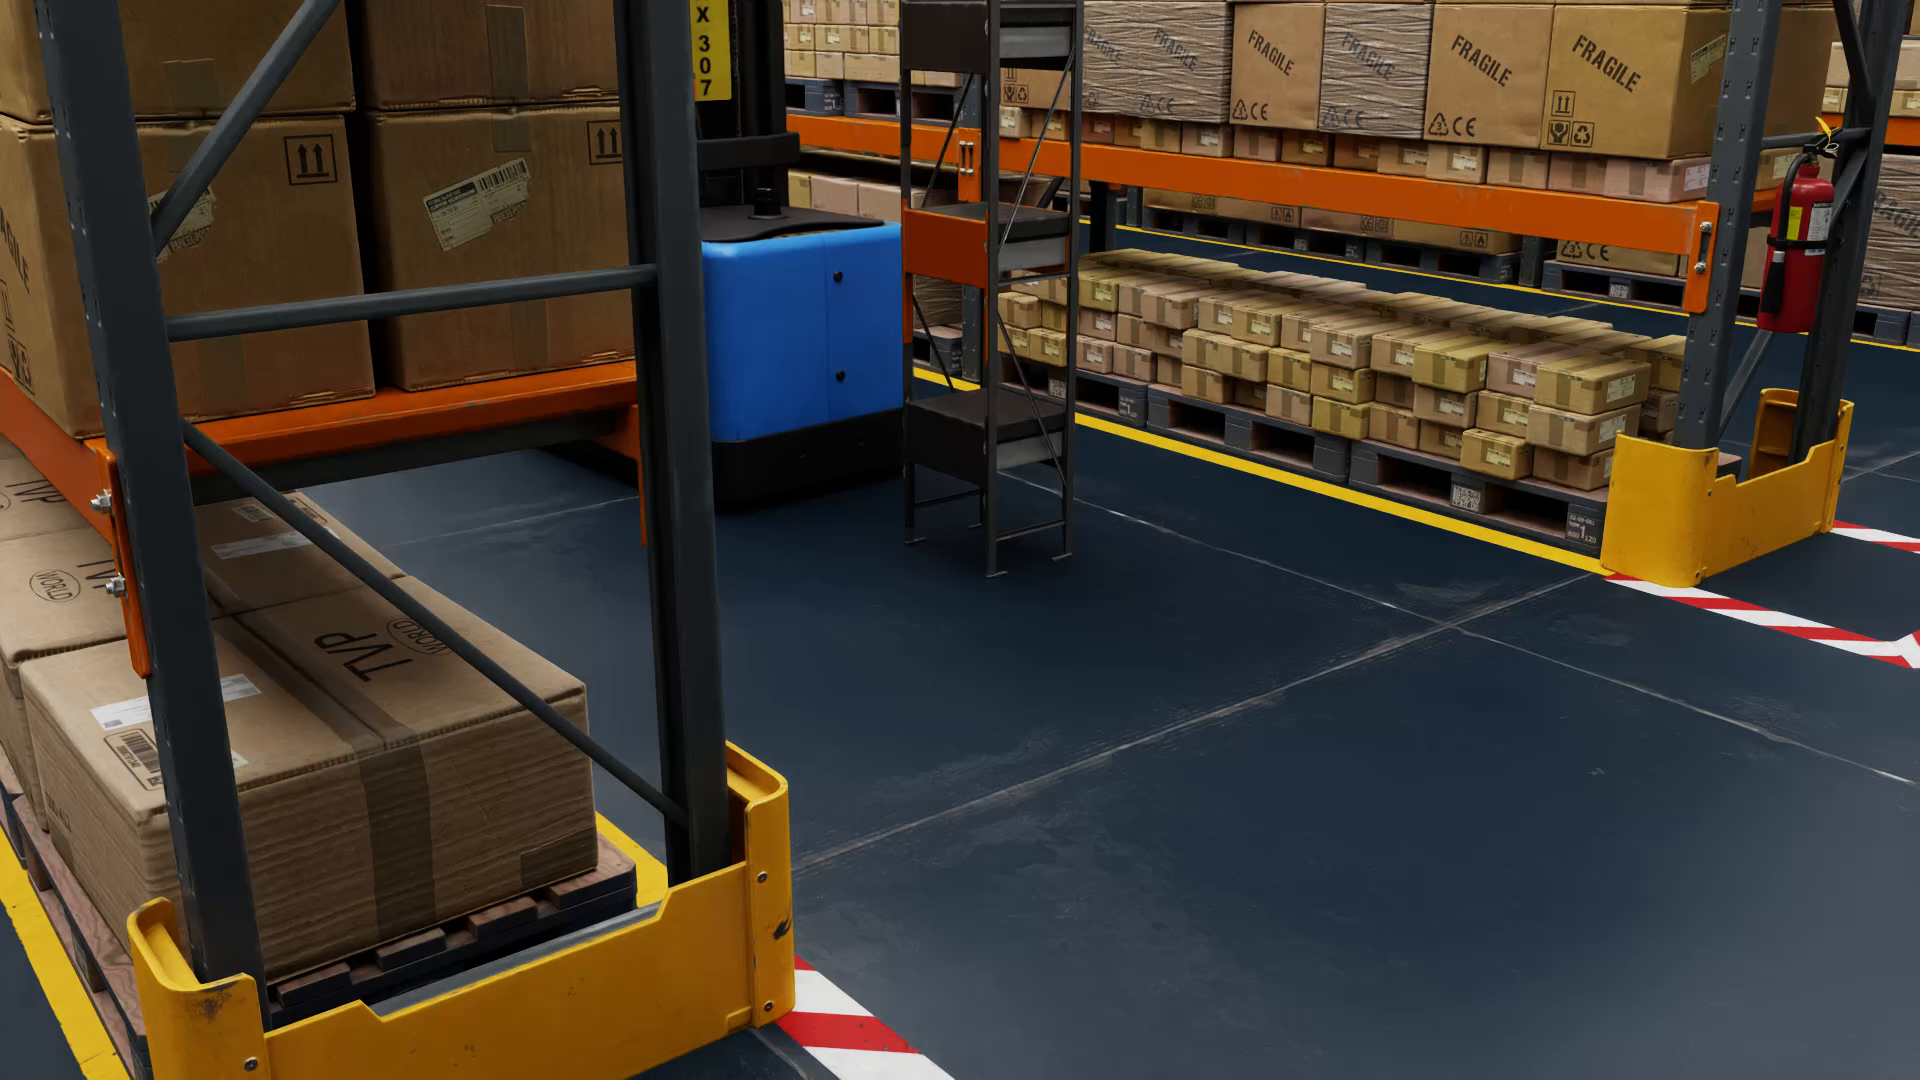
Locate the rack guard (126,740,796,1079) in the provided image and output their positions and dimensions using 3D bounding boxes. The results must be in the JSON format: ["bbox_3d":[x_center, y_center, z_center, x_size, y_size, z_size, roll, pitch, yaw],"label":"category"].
[{"bbox_3d":[-0.880,0.801,3.149,1.175,0.500,0.348,-14,23,-36],"label":"rack guard"}]

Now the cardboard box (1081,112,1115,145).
[{"bbox_3d":[0.784,-2.011,8.063,0.380,0.149,0.250,-15,24,-38],"label":"cardboard box"}]

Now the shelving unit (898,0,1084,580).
[{"bbox_3d":[0.103,-0.956,5.909,0.431,2.100,0.503,-14,23,-36],"label":"shelving unit"}]

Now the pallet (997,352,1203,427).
[{"bbox_3d":[0.884,-0.886,8.703,1.003,0.211,1.213,-14,23,-36],"label":"pallet"}]

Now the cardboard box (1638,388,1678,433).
[{"bbox_3d":[2.799,-0.549,6.644,0.380,0.149,0.250,-13,22,-34],"label":"cardboard box"}]

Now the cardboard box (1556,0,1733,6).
[{"bbox_3d":[2.444,-2.110,5.741,0.500,0.500,0.500,-15,23,-37],"label":"cardboard box"}]

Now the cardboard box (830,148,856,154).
[{"bbox_3d":[-1.156,-4.542,18.615,0.500,0.500,0.500,-7,19,-19],"label":"cardboard box"}]

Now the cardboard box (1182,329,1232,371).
[{"bbox_3d":[1.245,-0.892,7.679,0.380,0.149,0.250,-14,23,-37],"label":"cardboard box"}]

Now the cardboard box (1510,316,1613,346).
[{"bbox_3d":[2.542,-0.838,7.043,0.380,0.149,0.250,-14,23,-36],"label":"cardboard box"}]

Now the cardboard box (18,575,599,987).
[{"bbox_3d":[-1.383,0.482,3.543,0.875,0.438,0.875,-15,23,-38],"label":"cardboard box"}]

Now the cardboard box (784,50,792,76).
[{"bbox_3d":[-0.939,-2.894,10.062,0.380,0.149,0.250,-15,23,-38],"label":"cardboard box"}]

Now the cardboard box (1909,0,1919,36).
[{"bbox_3d":[11.013,-5.914,18.625,0.500,0.500,0.700,13,23,35],"label":"cardboard box"}]

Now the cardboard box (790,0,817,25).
[{"bbox_3d":[-0.772,-3.113,9.778,0.380,0.149,0.250,-15,24,-39],"label":"cardboard box"}]

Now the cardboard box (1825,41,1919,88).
[{"bbox_3d":[5.408,-2.842,9.938,0.500,0.250,0.500,-14,23,-36],"label":"cardboard box"}]

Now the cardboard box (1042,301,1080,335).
[{"bbox_3d":[0.641,-1.159,8.485,0.380,0.149,0.250,-14,23,-36],"label":"cardboard box"}]

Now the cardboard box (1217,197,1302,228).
[{"bbox_3d":[2.866,-3.093,13.643,1.225,0.875,0.875,-14,23,-36],"label":"cardboard box"}]

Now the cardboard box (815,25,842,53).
[{"bbox_3d":[-0.613,-2.907,9.627,0.380,0.149,0.250,-15,24,-39],"label":"cardboard box"}]

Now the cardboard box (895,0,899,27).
[{"bbox_3d":[-0.130,-2.858,9.007,0.380,0.149,0.250,-15,23,-38],"label":"cardboard box"}]

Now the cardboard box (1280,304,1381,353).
[{"bbox_3d":[1.626,-0.923,7.297,0.380,0.149,0.250,-15,23,-38],"label":"cardboard box"}]

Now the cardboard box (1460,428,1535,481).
[{"bbox_3d":[2.194,-0.361,6.550,0.380,0.149,0.250,-13,22,-34],"label":"cardboard box"}]

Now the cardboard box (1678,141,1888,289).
[{"bbox_3d":[5.296,-2.102,10.652,0.875,0.875,0.875,-14,23,-36],"label":"cardboard box"}]

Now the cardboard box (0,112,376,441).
[{"bbox_3d":[-1.402,-0.507,2.961,0.500,0.500,0.500,-14,23,-36],"label":"cardboard box"}]

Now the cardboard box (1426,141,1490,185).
[{"bbox_3d":[2.030,-1.475,6.444,0.380,0.149,0.250,-13,22,-35],"label":"cardboard box"}]

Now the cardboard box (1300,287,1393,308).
[{"bbox_3d":[1.800,-1.070,7.744,0.380,0.149,0.250,-14,23,-36],"label":"cardboard box"}]

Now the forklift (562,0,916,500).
[{"bbox_3d":[-1.536,-1.932,7.535,1.130,2.935,3.031,-16,24,-39],"label":"forklift"}]

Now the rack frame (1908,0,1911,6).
[{"bbox_3d":[8.273,-4.278,14.511,1.000,3.000,0.127,-14,23,-36],"label":"rack frame"}]

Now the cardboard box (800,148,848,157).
[{"bbox_3d":[-1.092,-2.483,11.205,0.500,0.250,0.500,-14,23,-35],"label":"cardboard box"}]

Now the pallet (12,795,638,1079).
[{"bbox_3d":[-1.452,0.750,3.761,1.003,0.211,1.213,-14,23,-36],"label":"pallet"}]

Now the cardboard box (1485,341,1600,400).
[{"bbox_3d":[2.285,-0.665,6.521,0.380,0.149,0.250,-13,23,-35],"label":"cardboard box"}]

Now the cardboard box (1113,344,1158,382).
[{"bbox_3d":[0.971,-0.893,8.154,0.380,0.149,0.250,-15,23,-37],"label":"cardboard box"}]

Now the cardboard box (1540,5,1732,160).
[{"bbox_3d":[2.442,-1.632,5.887,0.500,0.500,0.500,-13,23,-35],"label":"cardboard box"}]

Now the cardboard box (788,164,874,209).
[{"bbox_3d":[-0.869,-2.128,10.133,0.500,0.250,0.500,-15,24,-38],"label":"cardboard box"}]

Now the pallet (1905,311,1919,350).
[{"bbox_3d":[6.316,-1.184,9.602,1.003,0.211,1.213,-14,23,-36],"label":"pallet"}]

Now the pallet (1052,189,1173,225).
[{"bbox_3d":[1.423,-3.166,15.589,1.003,0.211,1.213,-14,23,-36],"label":"pallet"}]

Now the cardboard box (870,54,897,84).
[{"bbox_3d":[-0.277,-2.634,9.275,0.380,0.149,0.250,-14,23,-36],"label":"cardboard box"}]

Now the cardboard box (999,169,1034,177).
[{"bbox_3d":[0.763,-3.753,16.202,0.700,0.500,0.500,-12,22,-32],"label":"cardboard box"}]

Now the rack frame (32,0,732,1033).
[{"bbox_3d":[-0.895,-0.392,2.774,1.000,3.000,0.127,-14,23,-36],"label":"rack frame"}]

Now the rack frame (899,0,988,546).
[{"bbox_3d":[-0.049,-1.016,6.091,0.400,2.100,0.015,-14,23,-36],"label":"rack frame"}]

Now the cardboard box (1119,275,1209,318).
[{"bbox_3d":[0.991,-1.180,8.074,0.380,0.149,0.250,-15,23,-38],"label":"cardboard box"}]

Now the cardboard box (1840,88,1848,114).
[{"bbox_3d":[5.446,-2.607,9.863,0.380,0.149,0.250,-13,23,-35],"label":"cardboard box"}]

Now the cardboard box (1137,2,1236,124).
[{"bbox_3d":[1.147,-2.134,7.404,0.500,0.500,0.500,-15,23,-37],"label":"cardboard box"}]

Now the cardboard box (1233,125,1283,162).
[{"bbox_3d":[1.417,-1.744,7.256,0.380,0.149,0.250,-13,22,-34],"label":"cardboard box"}]

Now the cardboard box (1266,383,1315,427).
[{"bbox_3d":[1.572,-0.624,7.341,0.380,0.149,0.250,-13,23,-35],"label":"cardboard box"}]

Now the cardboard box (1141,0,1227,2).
[{"bbox_3d":[1.151,-2.618,7.275,0.500,0.500,0.500,-14,23,-35],"label":"cardboard box"}]

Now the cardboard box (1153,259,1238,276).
[{"bbox_3d":[1.214,-1.345,8.573,0.380,0.149,0.250,-14,23,-37],"label":"cardboard box"}]

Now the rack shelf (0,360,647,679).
[{"bbox_3d":[-2.136,-0.543,4.376,1.077,0.370,4.000,-14,23,-36],"label":"rack shelf"}]

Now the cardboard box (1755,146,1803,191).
[{"bbox_3d":[2.979,-1.407,6.241,0.380,0.149,0.250,-14,23,-37],"label":"cardboard box"}]

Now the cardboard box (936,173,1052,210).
[{"bbox_3d":[0.188,-1.971,9.658,0.500,0.250,0.500,-15,24,-38],"label":"cardboard box"}]

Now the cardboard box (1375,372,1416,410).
[{"bbox_3d":[1.961,-0.658,6.973,0.380,0.149,0.250,-14,23,-37],"label":"cardboard box"}]
